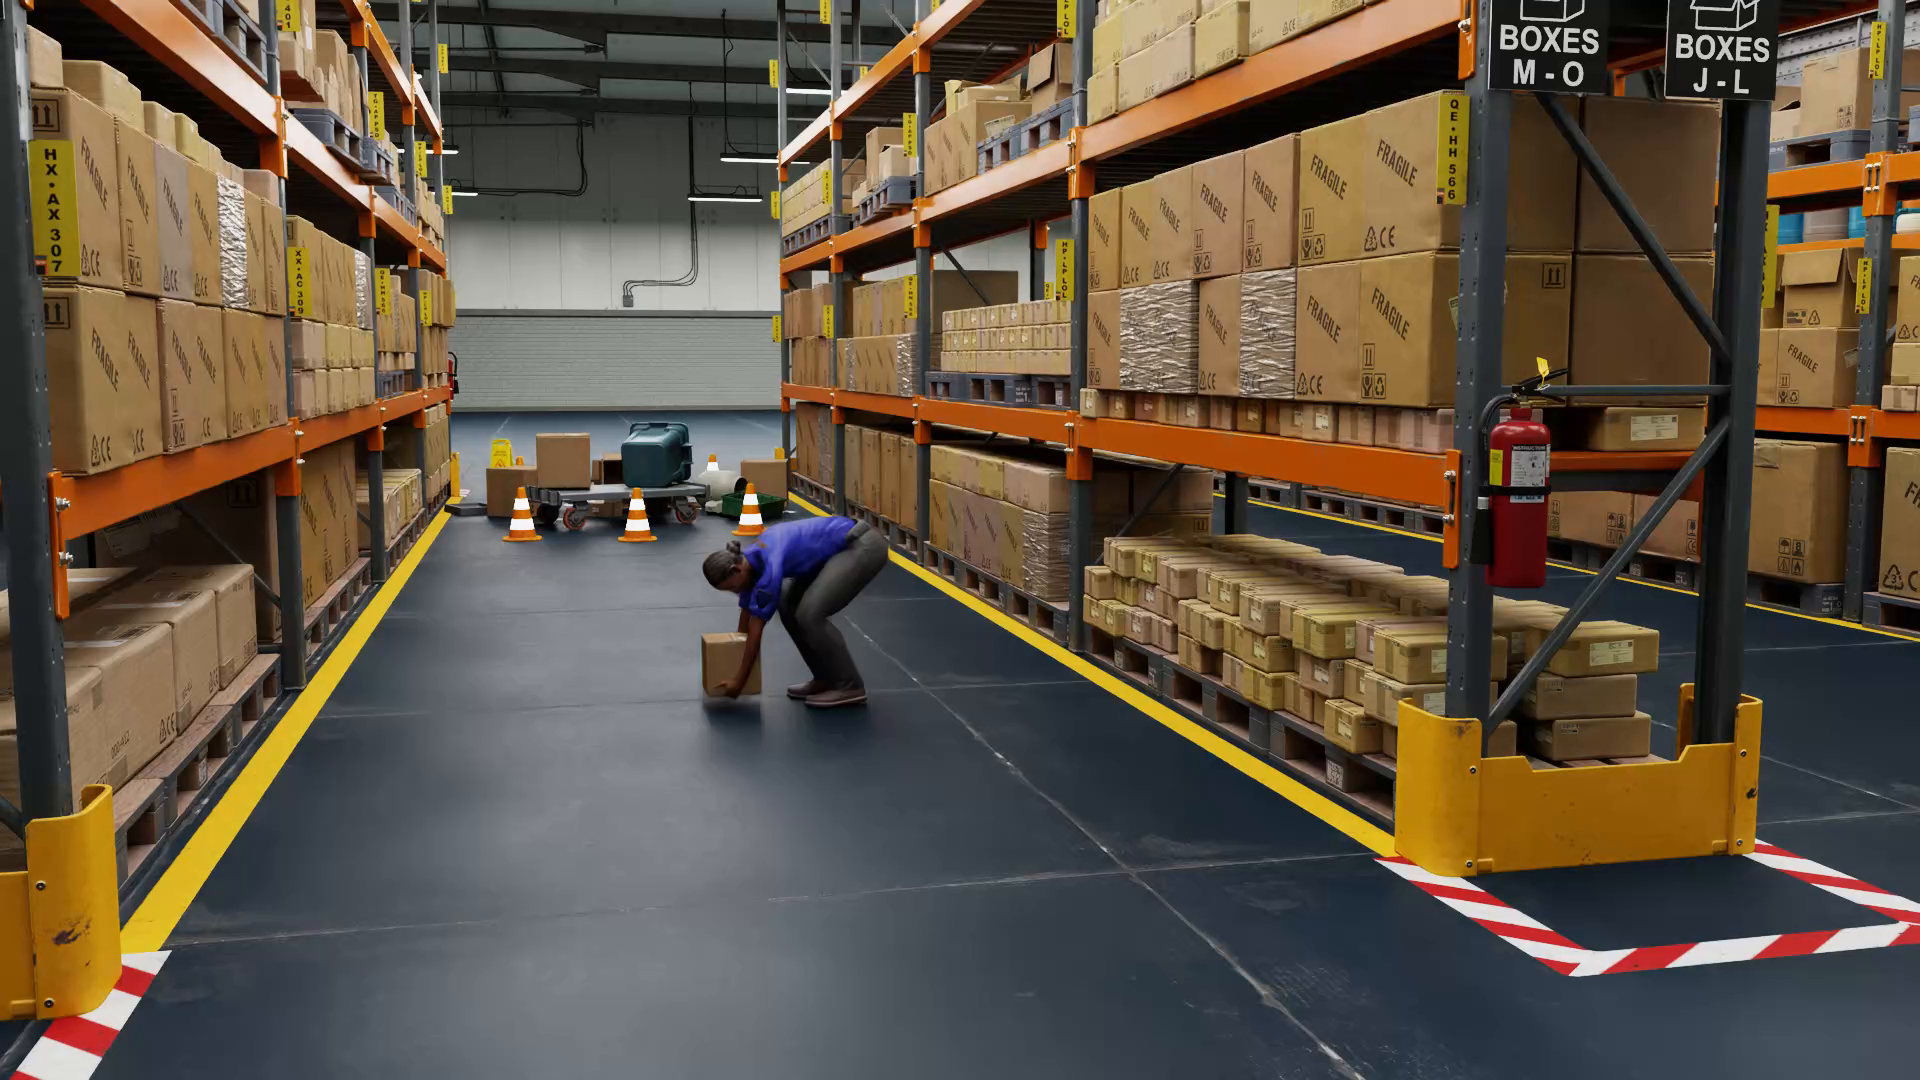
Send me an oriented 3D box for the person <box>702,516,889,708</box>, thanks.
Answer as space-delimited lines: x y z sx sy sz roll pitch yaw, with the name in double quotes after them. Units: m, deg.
-0.765 0.331 7.774 0.865 0.878 0.456 -2 7 -16 "person"
